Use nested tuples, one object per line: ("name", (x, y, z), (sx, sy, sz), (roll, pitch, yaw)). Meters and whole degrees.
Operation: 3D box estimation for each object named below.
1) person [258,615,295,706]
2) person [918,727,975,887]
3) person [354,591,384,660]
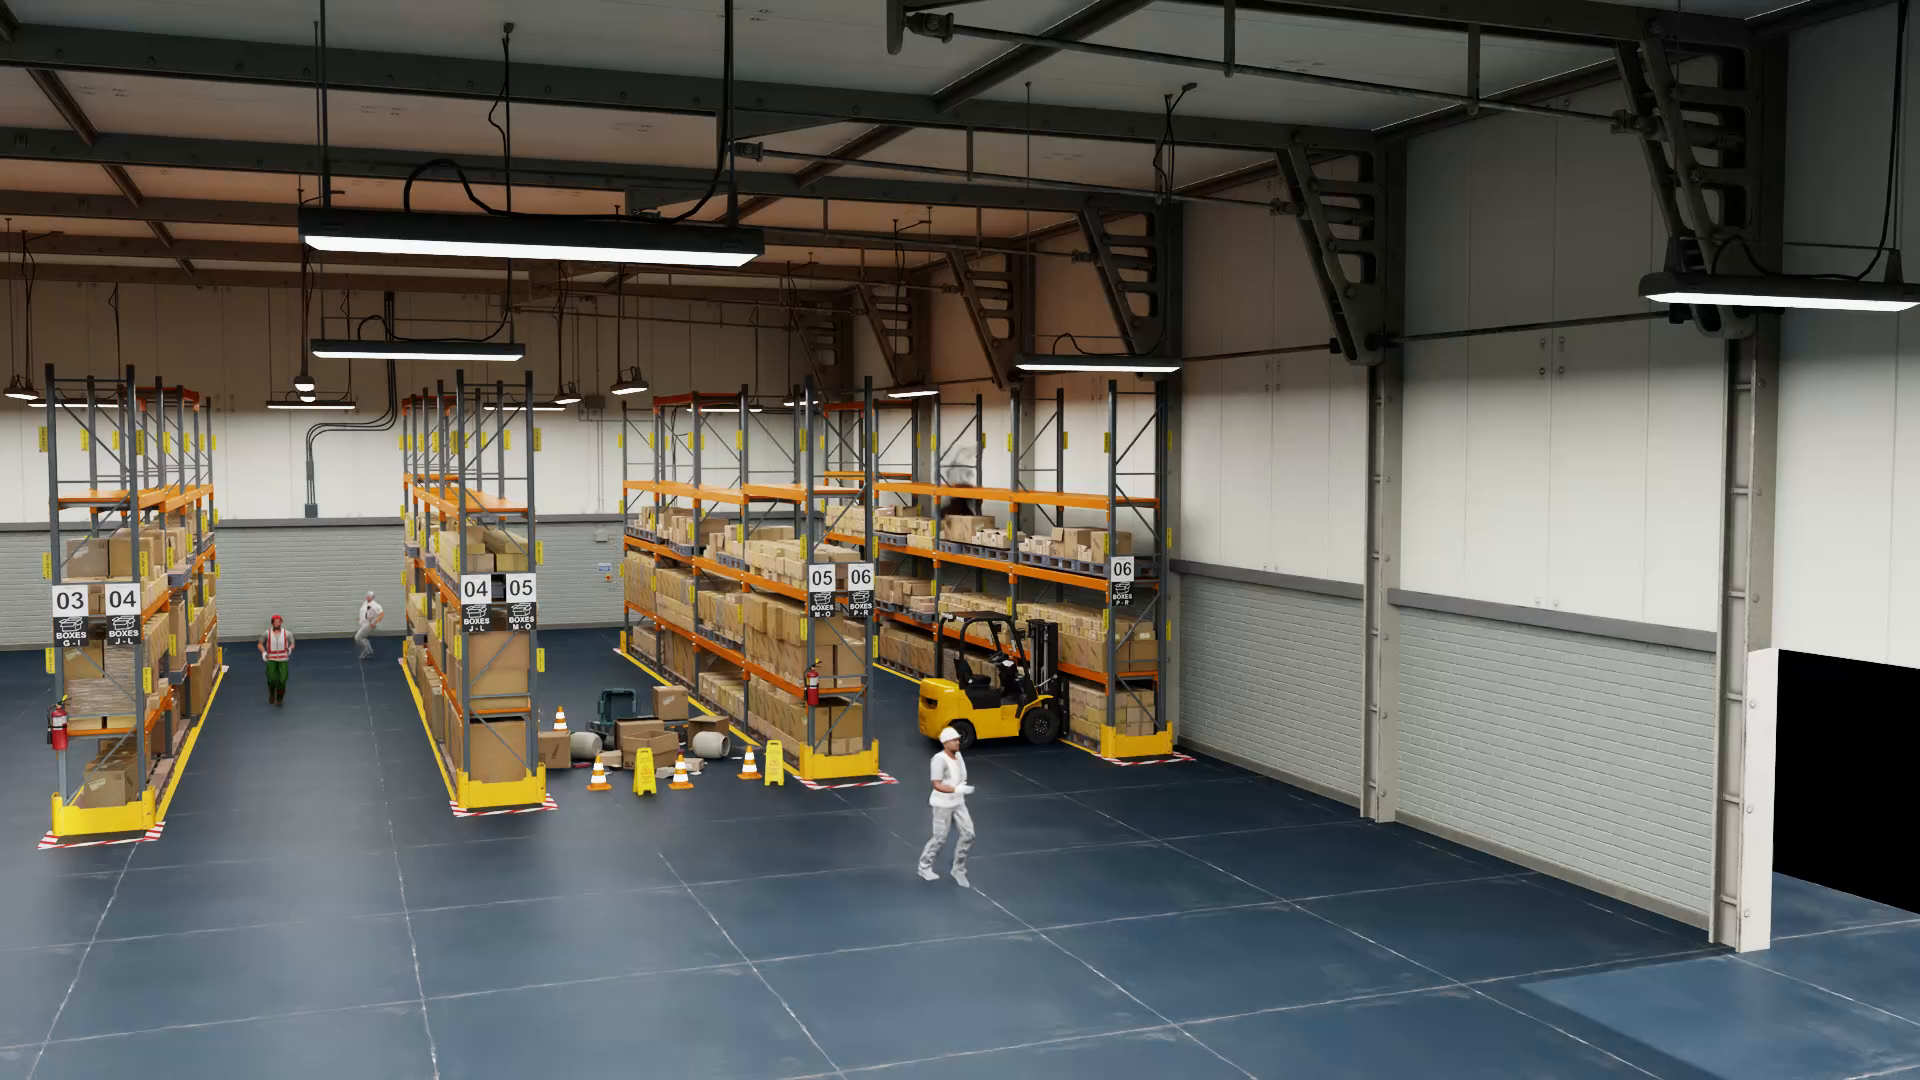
("person", (-12.920, 2.286, 31.466), (0.648, 1.741, 0.581), (-2, 4, -25))
("person", (-0.115, 3.031, 18.771), (0.761, 1.852, 0.700), (2, 4, 32))
("person", (-13.699, 1.969, 38.352), (0.762, 1.604, 0.579), (3, 5, 43))
